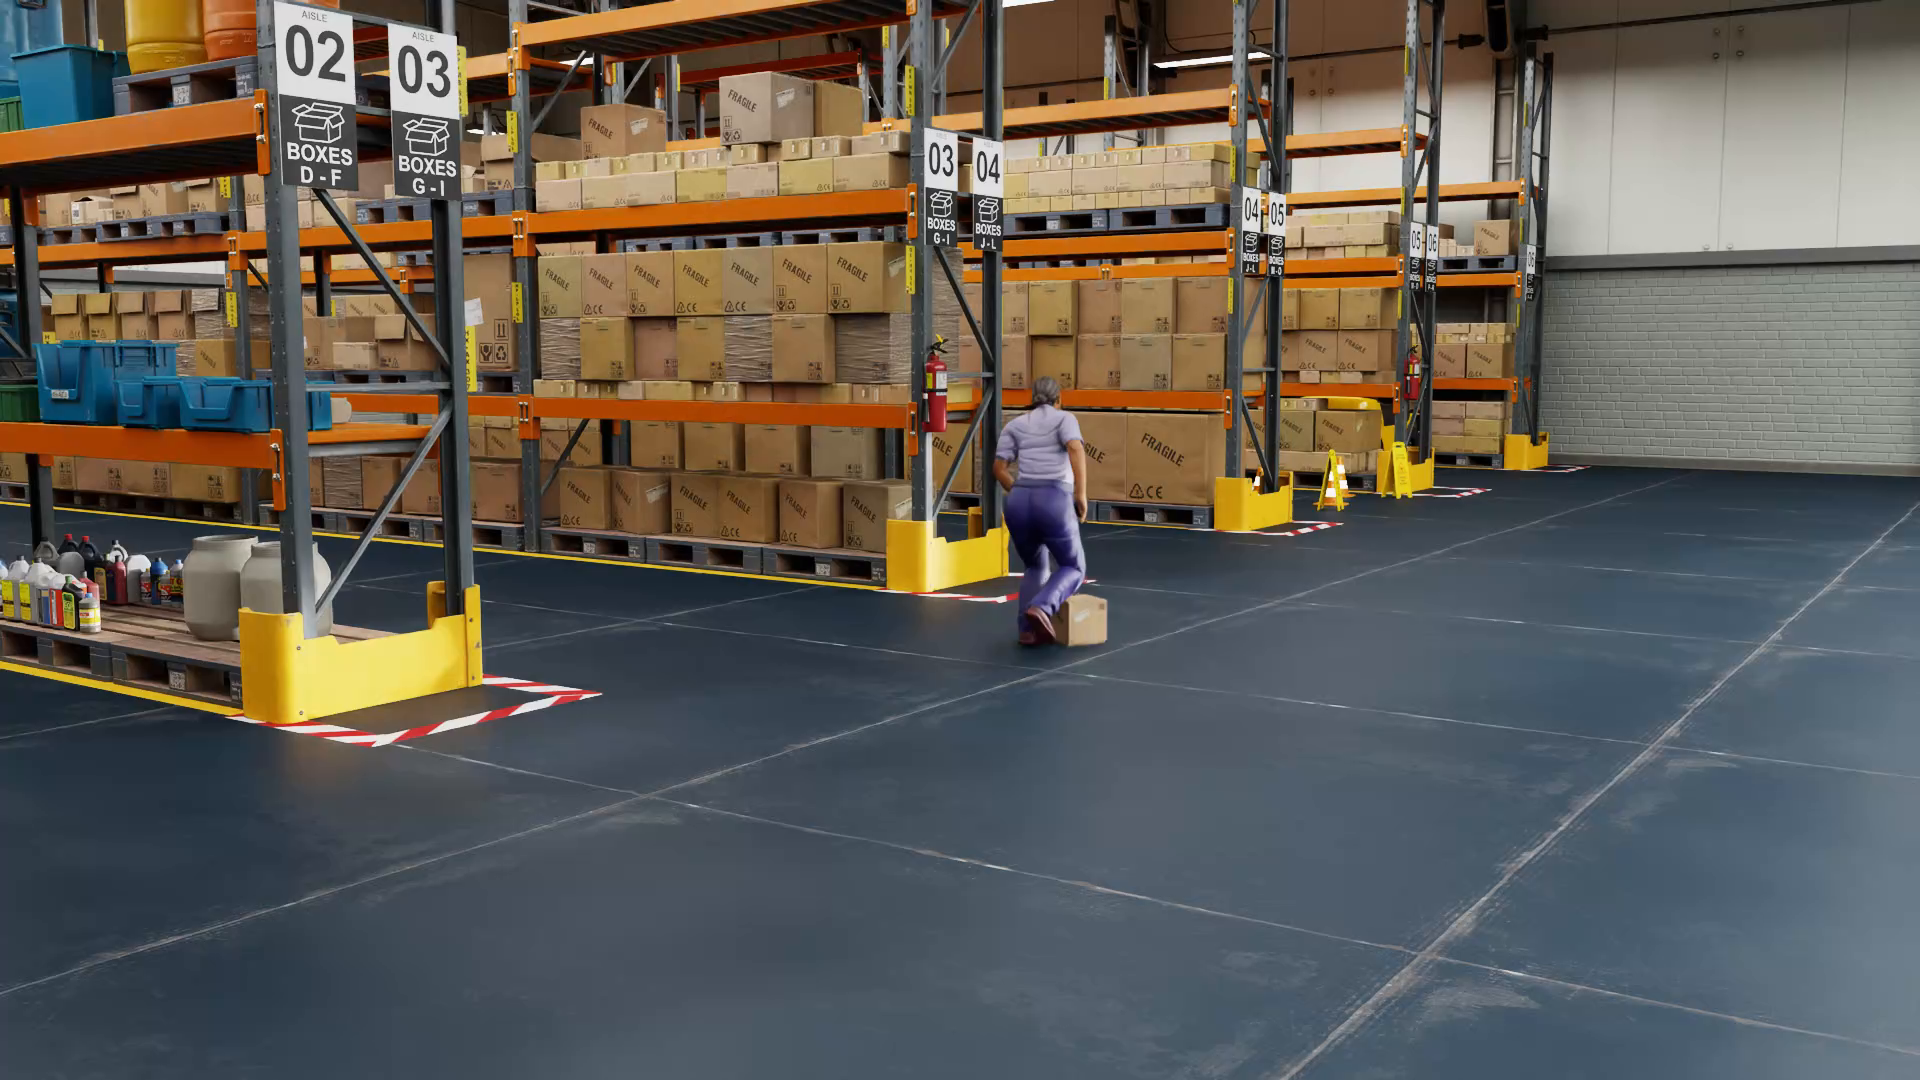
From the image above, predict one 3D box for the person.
[{"bbox_3d":[0.455,-0.163,9.499,0.669,1.545,0.661,4,7,29],"label":"person"}]
